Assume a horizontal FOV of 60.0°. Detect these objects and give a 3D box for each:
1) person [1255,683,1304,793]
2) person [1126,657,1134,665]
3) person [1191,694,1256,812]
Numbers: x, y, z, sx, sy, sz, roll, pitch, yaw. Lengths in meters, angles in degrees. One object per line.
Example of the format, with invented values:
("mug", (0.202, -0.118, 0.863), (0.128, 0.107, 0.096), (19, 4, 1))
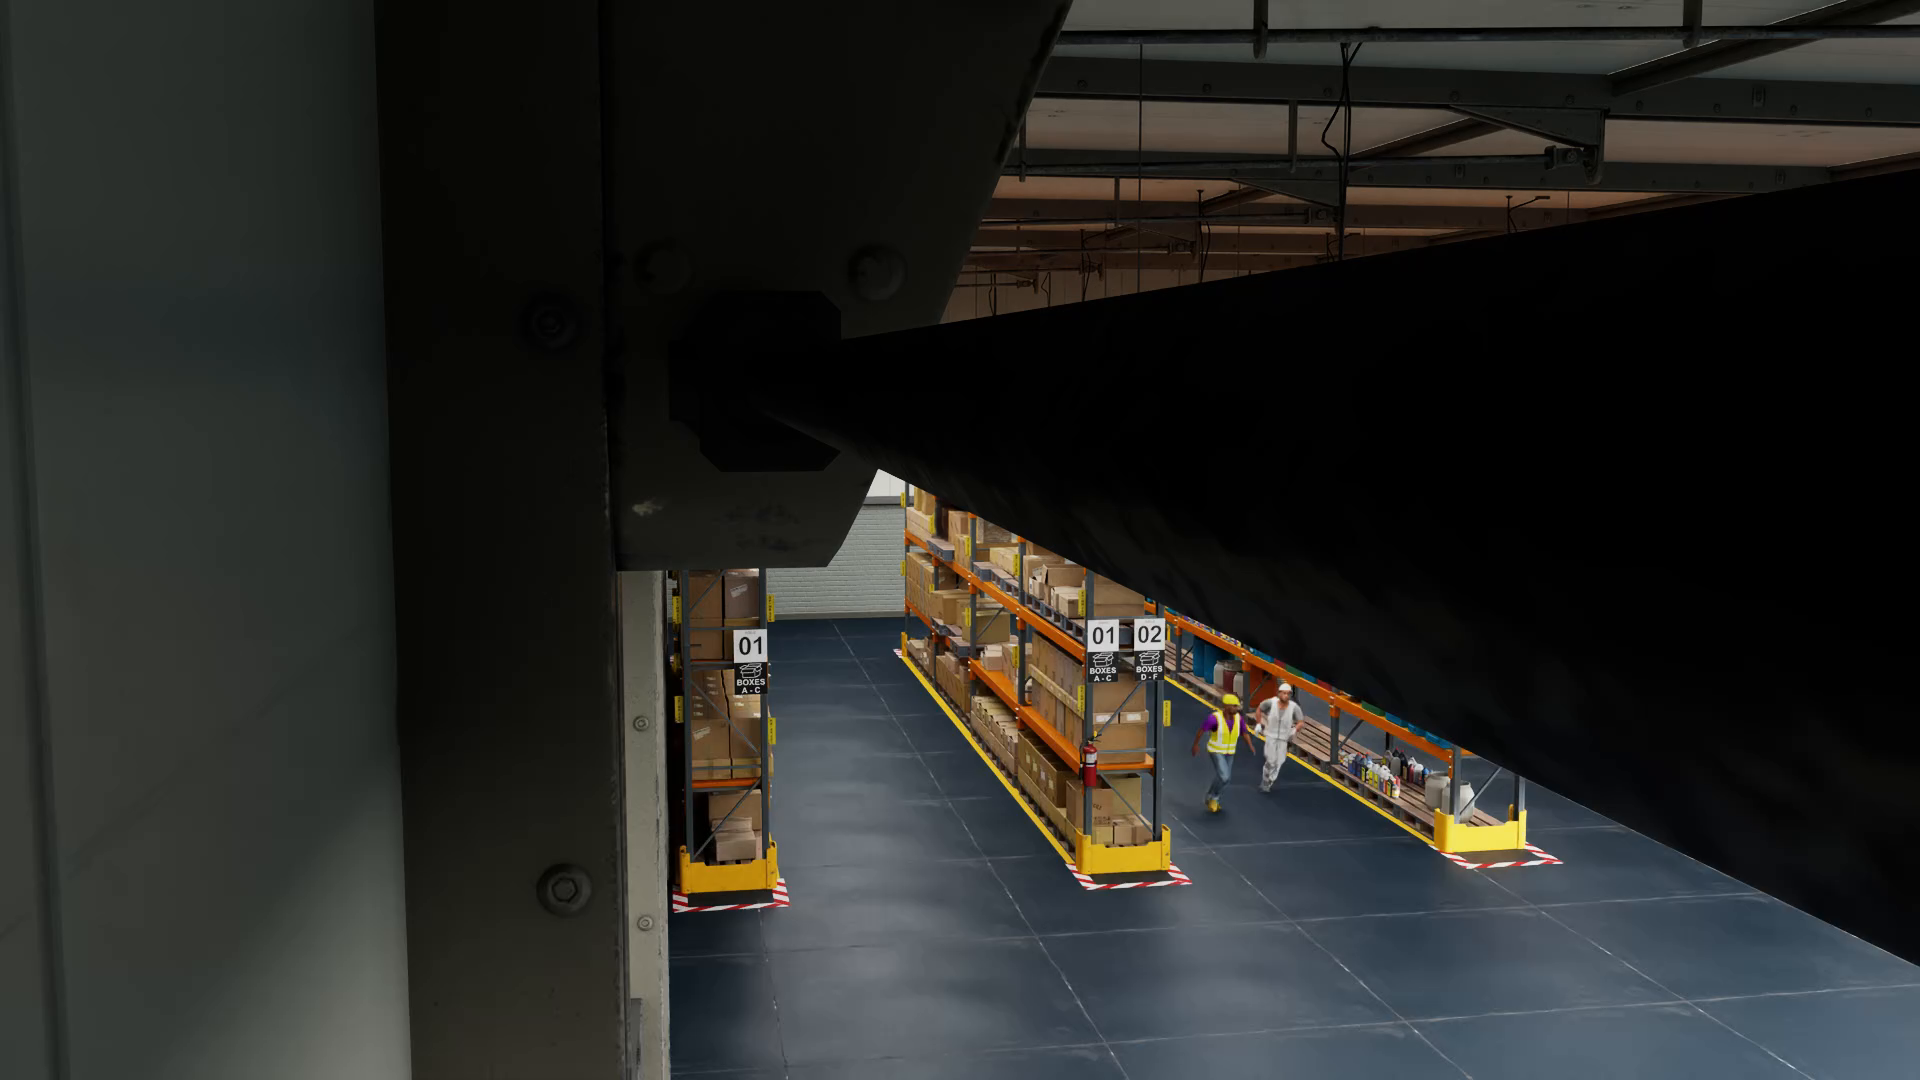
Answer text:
("person", (4.737, 2.945, 24.597), (0.677, 1.707, 0.700), (0, 6, -1))
("person", (3.420, 2.134, 32.492), (0.579, 1.706, 0.745), (-1, 6, -10))
("person", (3.769, 3.020, 23.574), (0.686, 1.711, 0.807), (-3, 7, -28))
